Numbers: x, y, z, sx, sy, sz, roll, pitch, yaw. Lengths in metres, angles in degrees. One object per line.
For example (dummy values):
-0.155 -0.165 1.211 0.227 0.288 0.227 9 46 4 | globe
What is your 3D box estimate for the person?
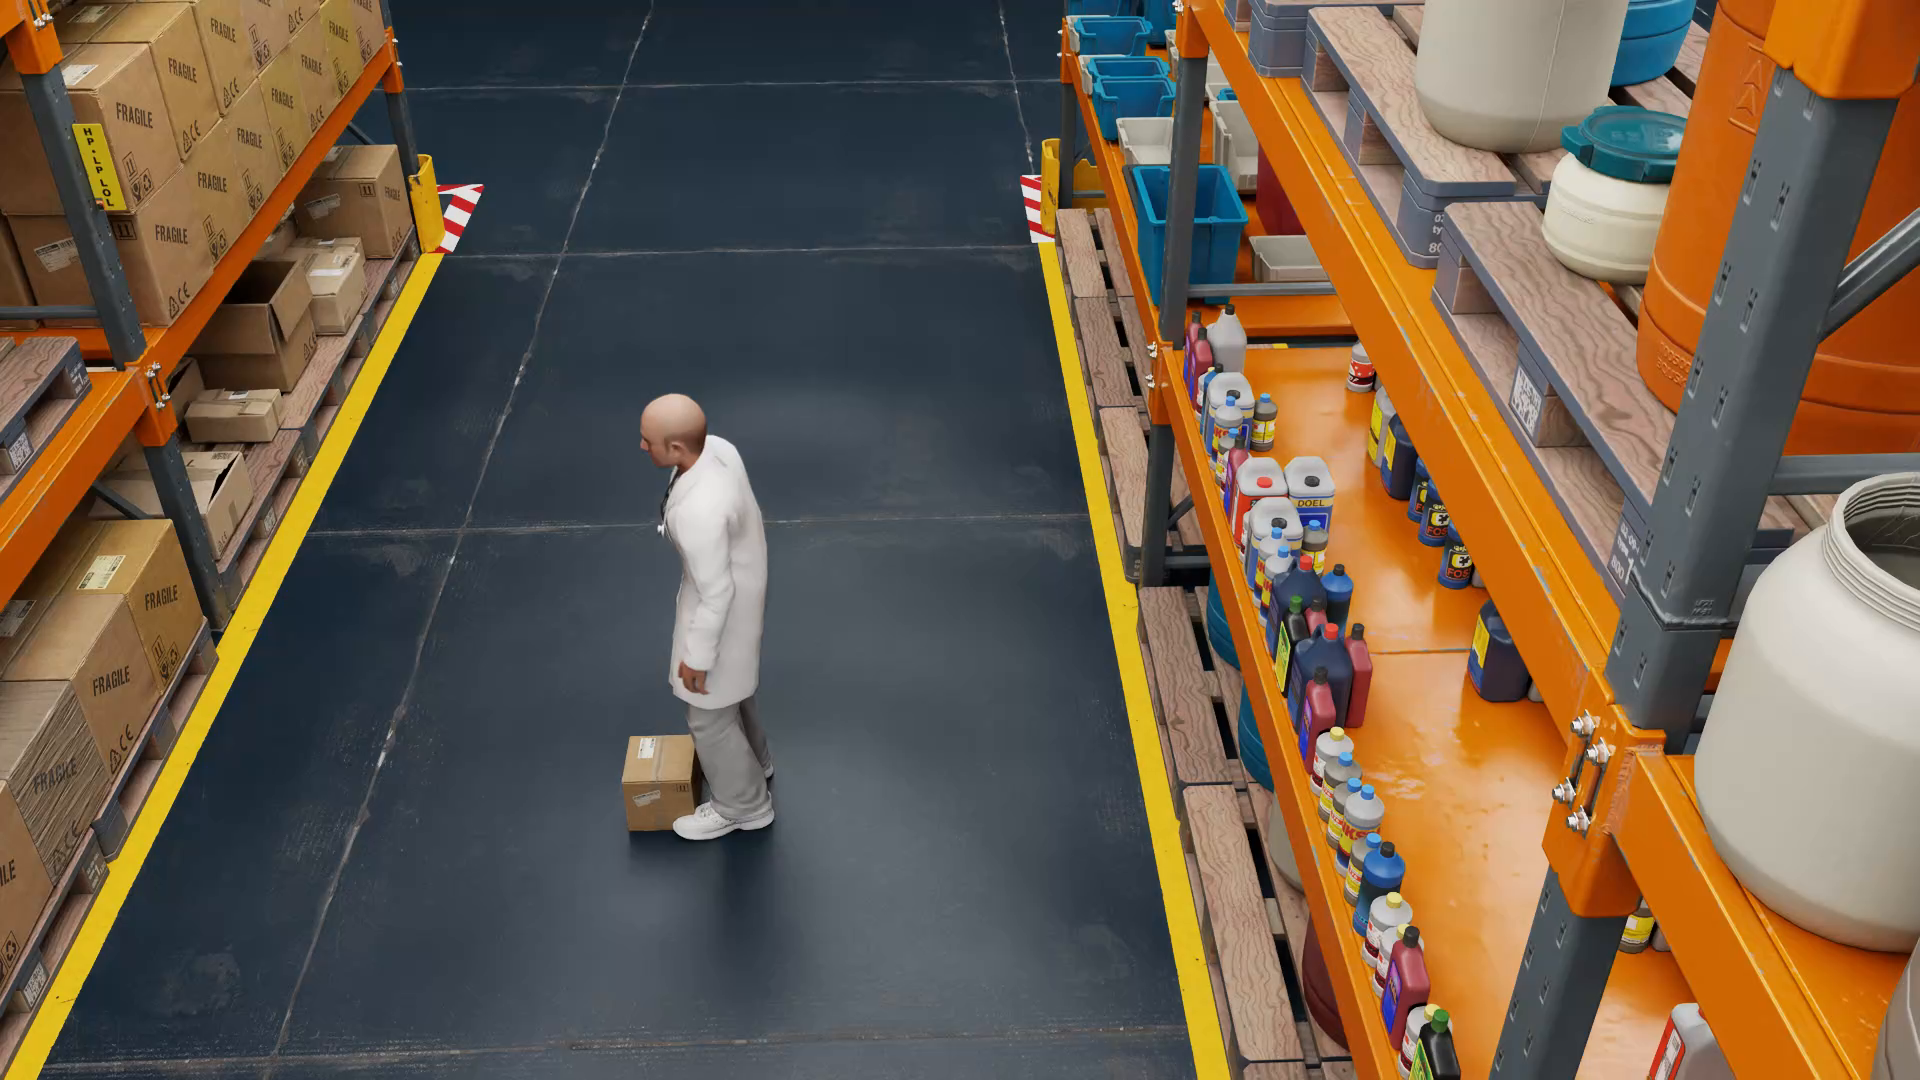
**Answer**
-0.864 0.265 5.776 0.421 1.774 0.642 -1 35 -2 | person
